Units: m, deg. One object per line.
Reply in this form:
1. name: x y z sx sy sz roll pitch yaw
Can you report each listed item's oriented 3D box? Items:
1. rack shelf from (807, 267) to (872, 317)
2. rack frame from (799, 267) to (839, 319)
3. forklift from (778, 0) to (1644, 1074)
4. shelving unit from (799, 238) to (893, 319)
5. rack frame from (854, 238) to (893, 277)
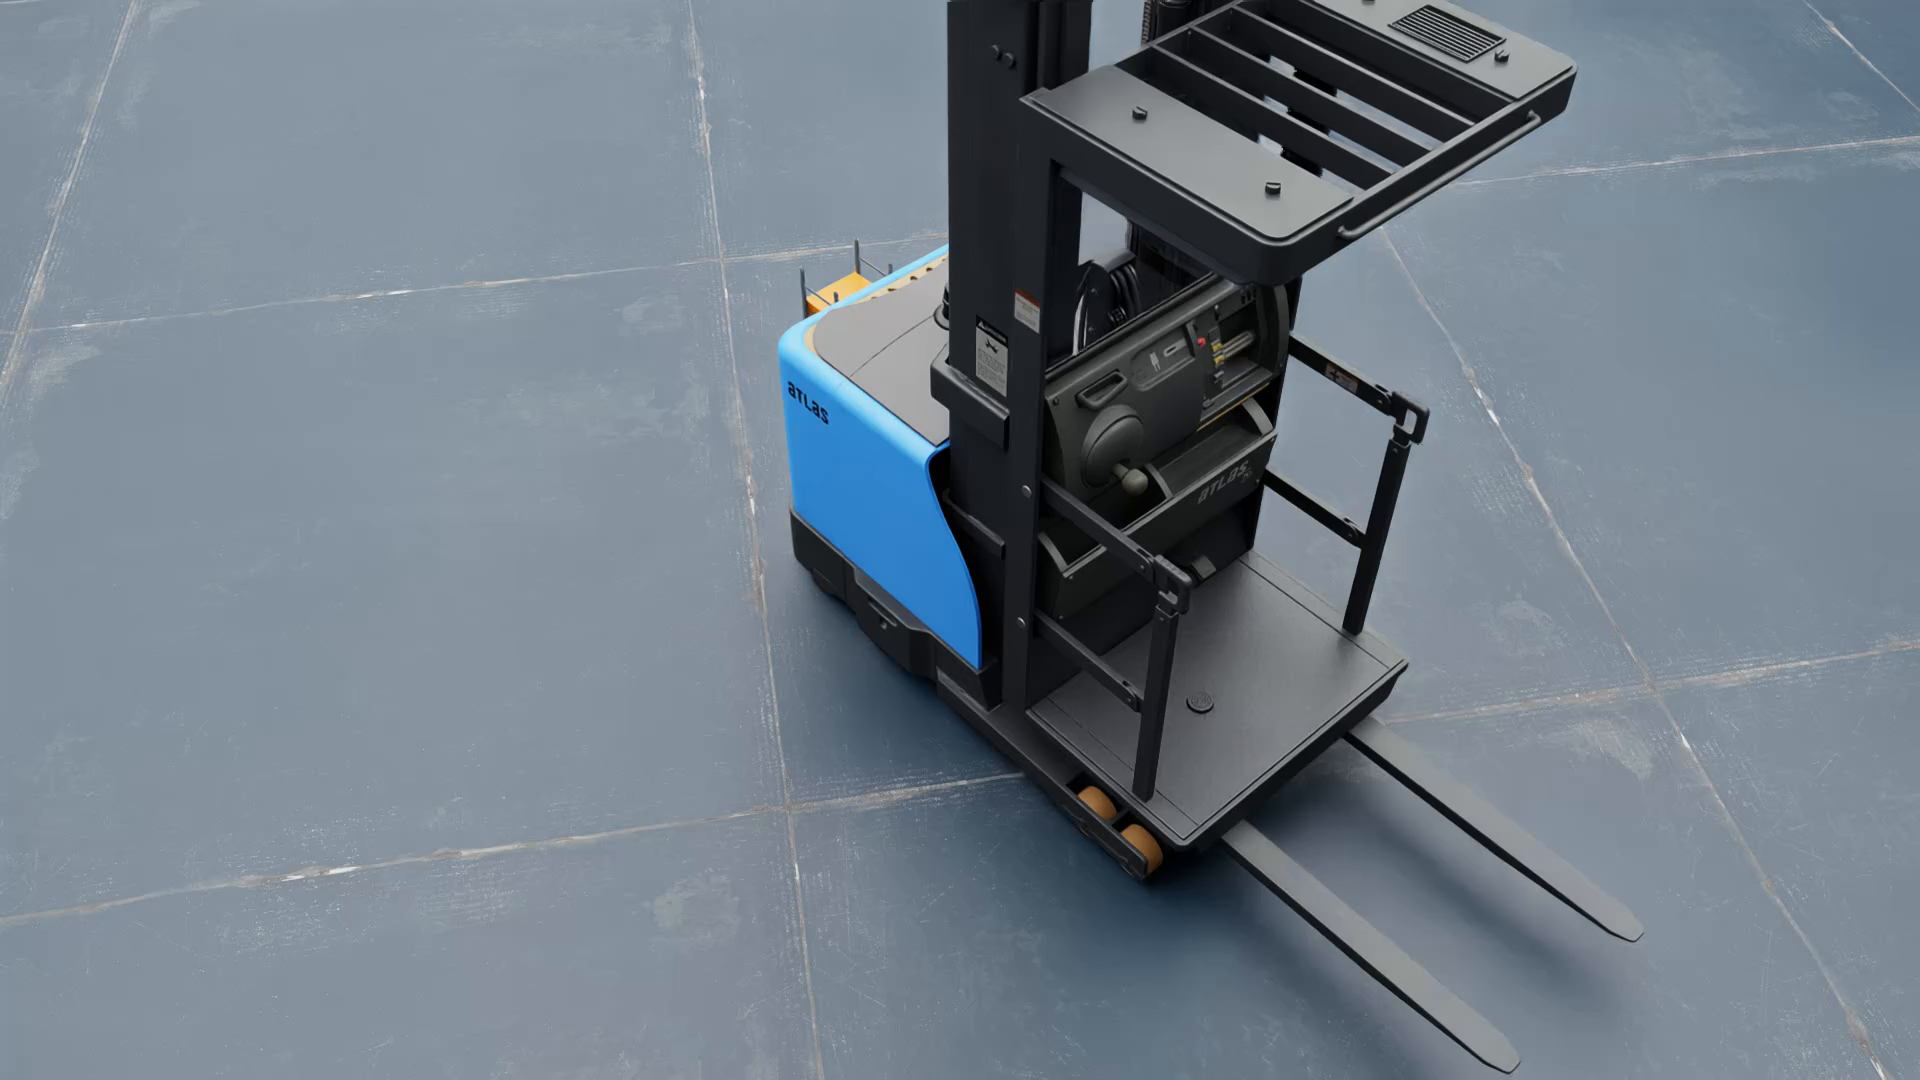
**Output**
1. rack shelf: -0.390 -0.766 5.880 0.240 0.259 0.215 -33 55 -28
2. rack frame: -0.480 -0.517 6.020 0.008 1.050 0.200 -33 55 -28
3. forklift: 0.742 -0.379 4.580 1.130 2.935 3.031 -33 54 -27
4. shelving unit: -0.390 -0.577 6.077 0.252 1.050 0.215 -33 55 -28
5. rack frame: -0.300 -0.636 6.134 0.008 1.050 0.200 -33 55 -28
